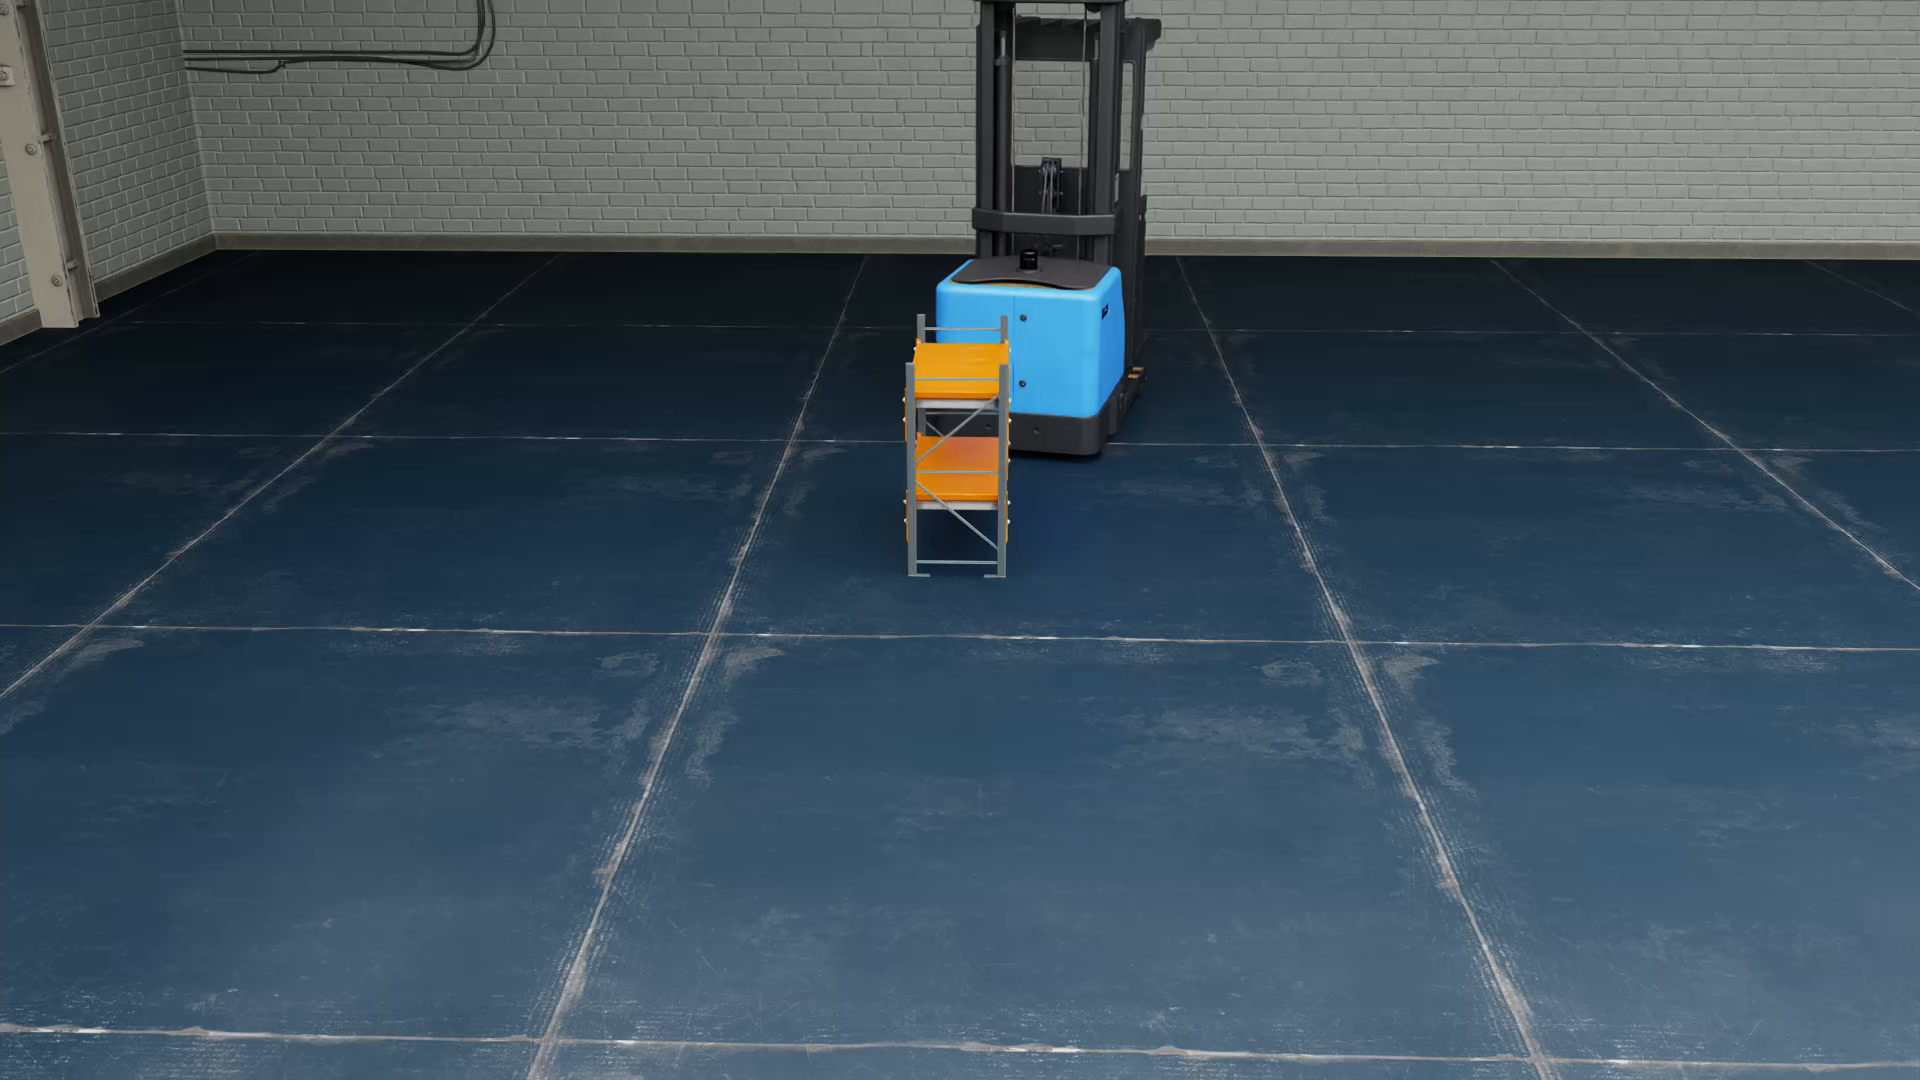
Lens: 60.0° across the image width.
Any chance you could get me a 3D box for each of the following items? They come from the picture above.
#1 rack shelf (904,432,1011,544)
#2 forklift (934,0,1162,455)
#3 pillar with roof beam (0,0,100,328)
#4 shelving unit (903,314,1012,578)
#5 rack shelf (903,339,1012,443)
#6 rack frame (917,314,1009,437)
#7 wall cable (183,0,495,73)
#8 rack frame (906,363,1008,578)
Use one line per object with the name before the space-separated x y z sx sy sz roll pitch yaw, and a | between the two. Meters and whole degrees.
rack shelf | 0.000 -0.294 8.908 0.538 0.278 1.000 1 21 2
forklift | 0.704 -2.386 11.127 1.130 2.935 3.031 5 22 14
pillar with roof beam | -3.004 -5.941 11.900 9.100 9.000 0.400 1 21 2
shelving unit | 0.000 -0.522 8.819 0.538 1.125 1.048 1 21 2
rack shelf | 0.000 -0.795 8.713 0.538 0.278 1.000 1 21 2
rack frame | 0.015 -0.706 9.293 0.500 1.125 0.032 1 21 2
wall cable | -5.896 -5.591 15.292 3.097 2.526 0.112 1 21 2
rack frame | -0.016 -0.338 8.345 0.500 1.125 0.032 1 21 2
